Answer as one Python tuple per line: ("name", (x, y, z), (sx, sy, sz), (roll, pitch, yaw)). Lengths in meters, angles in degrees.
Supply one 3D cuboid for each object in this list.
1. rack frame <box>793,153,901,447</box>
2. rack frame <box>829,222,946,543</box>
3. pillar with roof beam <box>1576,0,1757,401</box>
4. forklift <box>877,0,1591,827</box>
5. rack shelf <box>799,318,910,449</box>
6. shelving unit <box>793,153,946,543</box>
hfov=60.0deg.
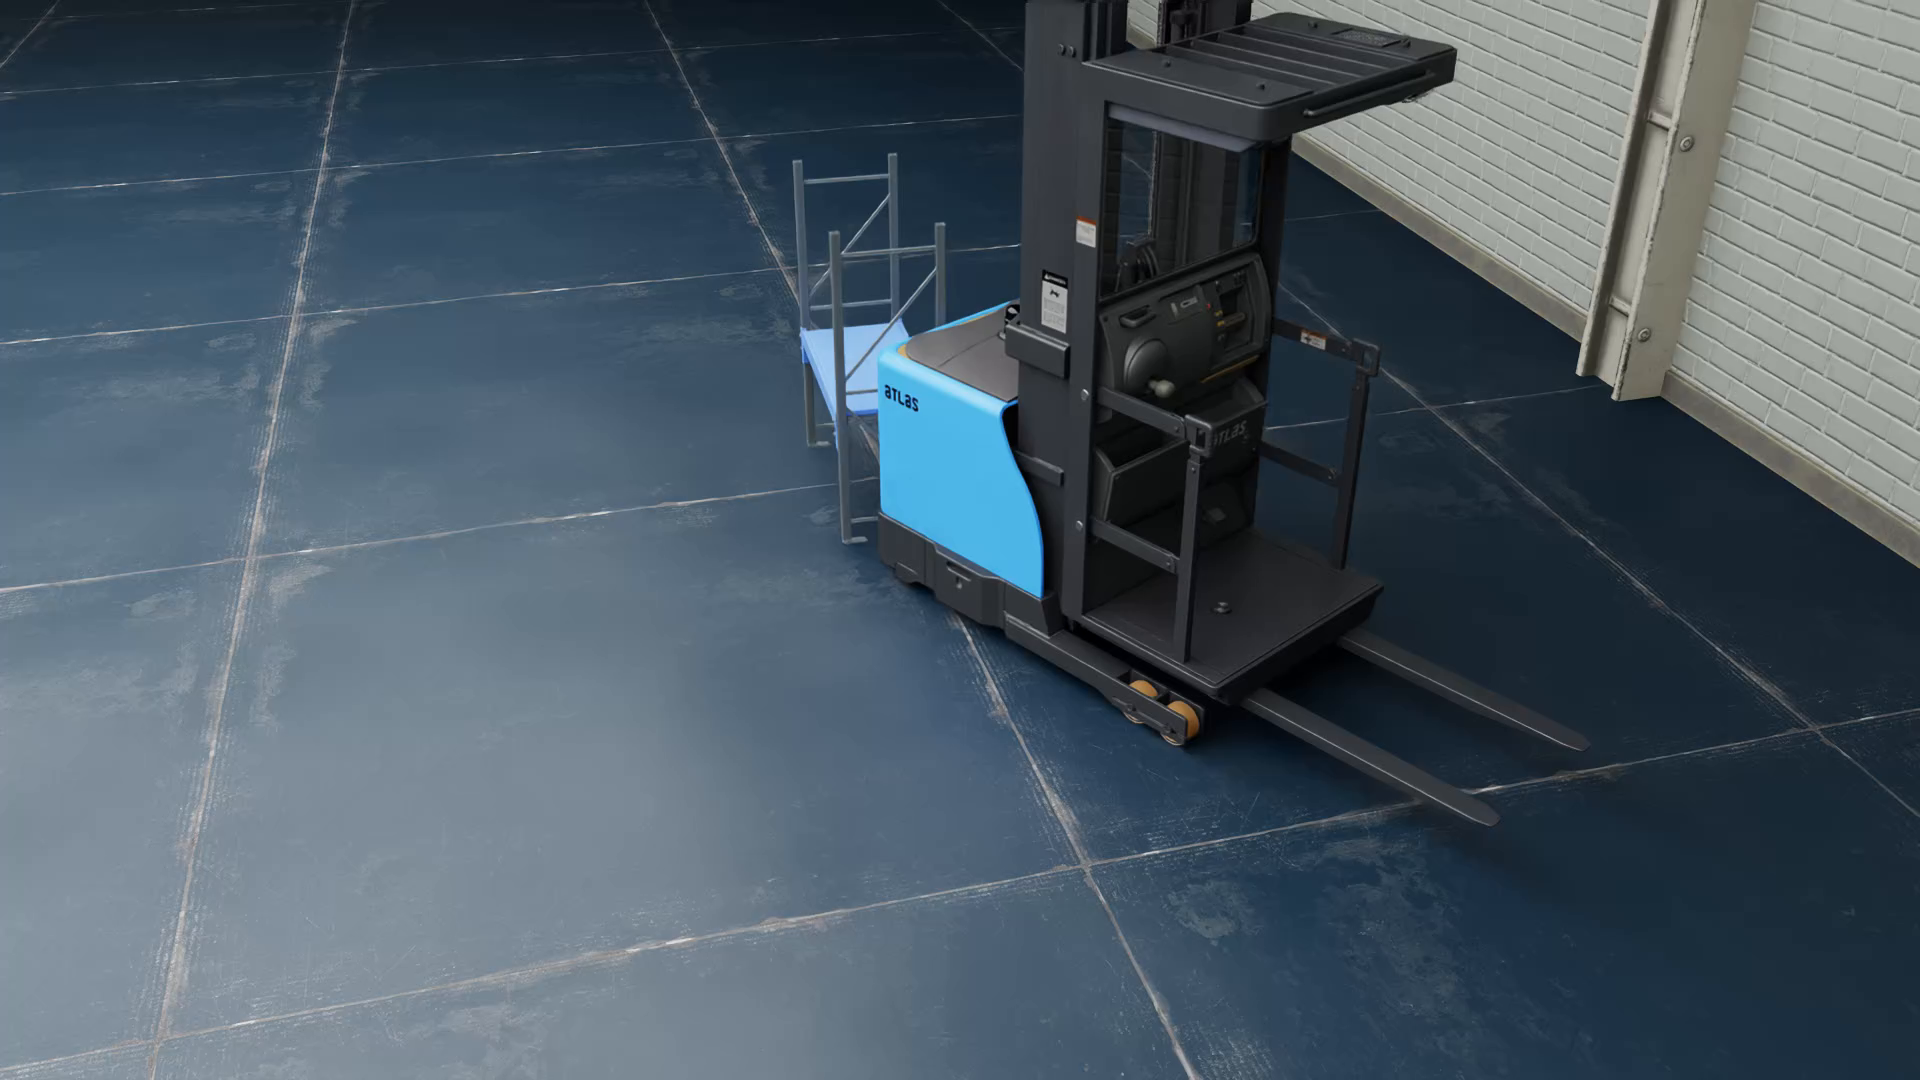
("rack frame", (-0.543, -1.165, 8.266), (0.500, 1.500, 0.032), (-7, 31, -12))
("rack frame", (-0.306, -0.670, 7.411), (0.500, 1.500, 0.032), (-7, 31, -12))
("pillar with roof beam", (-0.479, -4.193, 6.011), (9.100, 9.000, 0.400), (-8, 31, -13))
("forklift", (1.008, -0.772, 6.157), (1.130, 2.935, 3.031), (-25, 38, -36))
("rack shelf", (-0.425, -0.762, 7.928), (0.538, 0.185, 1.000), (-7, 31, -12))
("shelving unit", (-0.425, -0.918, 7.838), (0.538, 1.500, 1.048), (-7, 31, -12))
